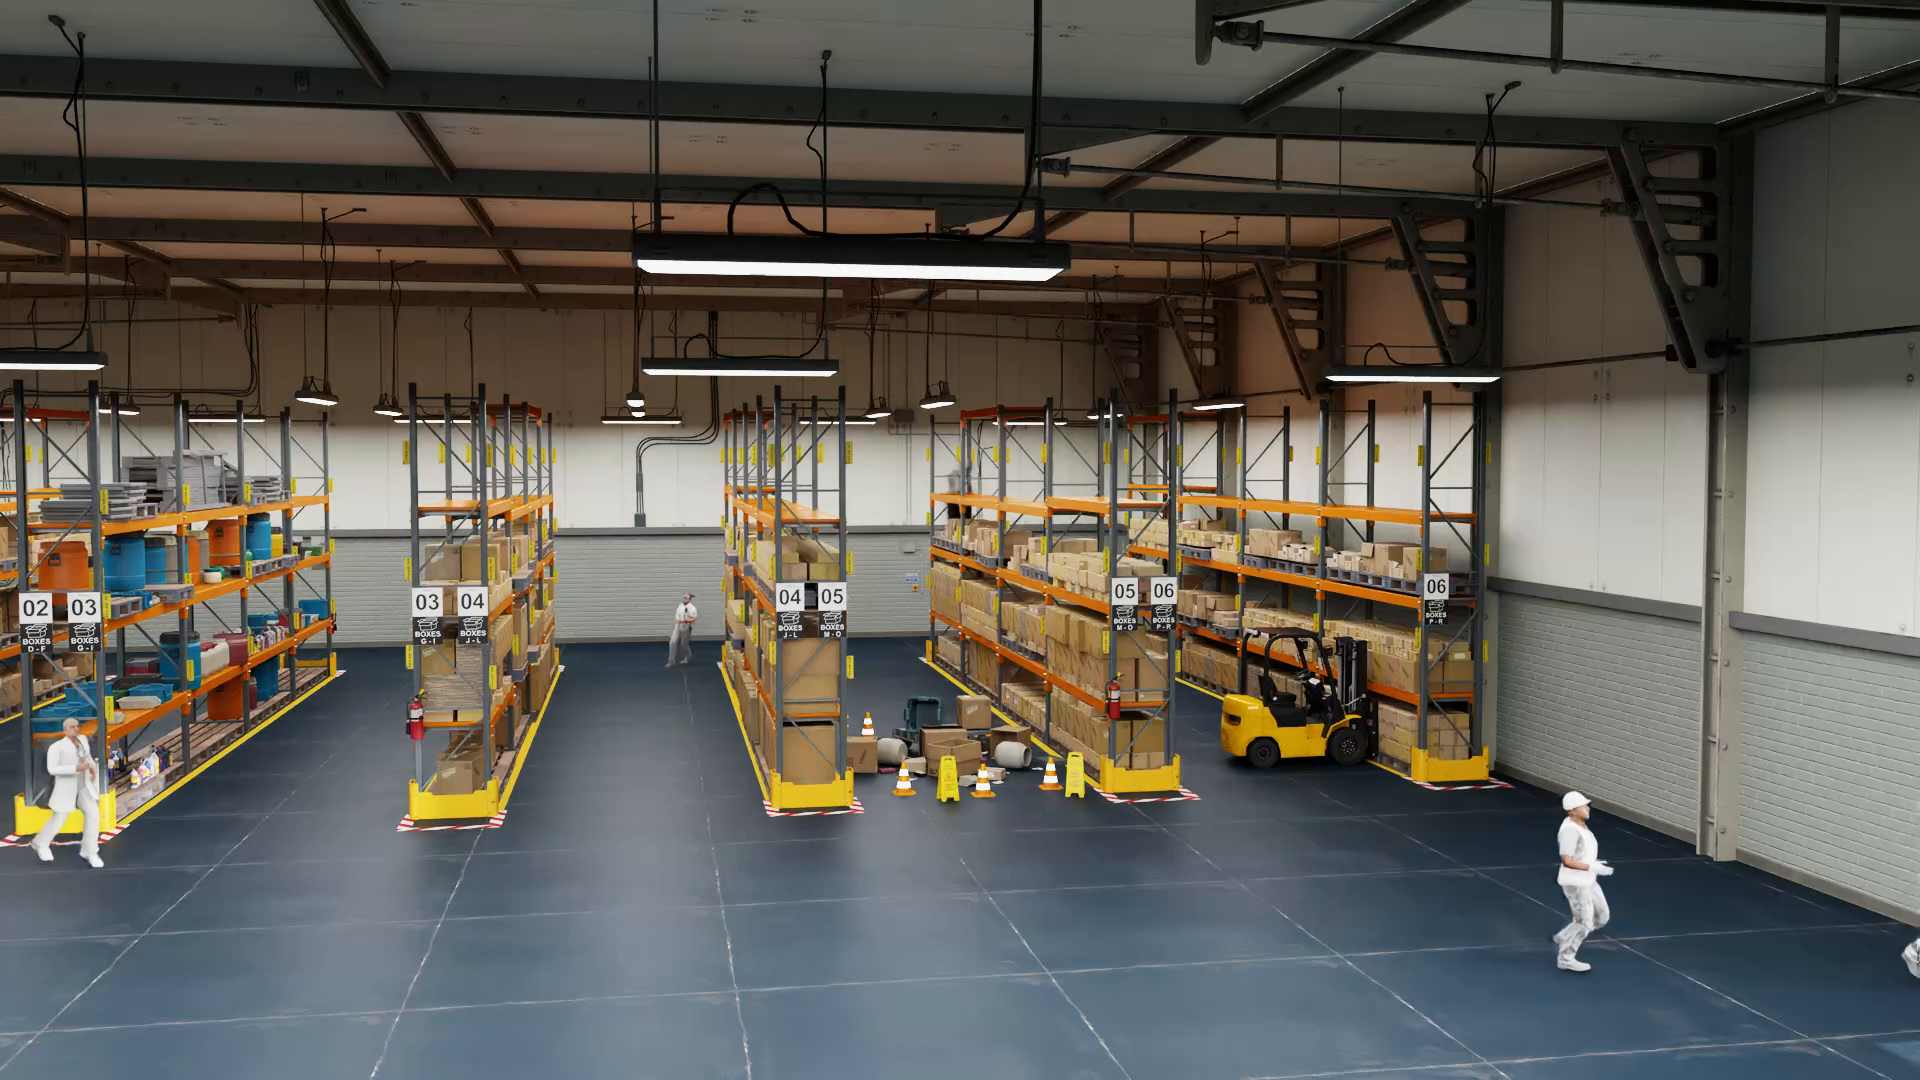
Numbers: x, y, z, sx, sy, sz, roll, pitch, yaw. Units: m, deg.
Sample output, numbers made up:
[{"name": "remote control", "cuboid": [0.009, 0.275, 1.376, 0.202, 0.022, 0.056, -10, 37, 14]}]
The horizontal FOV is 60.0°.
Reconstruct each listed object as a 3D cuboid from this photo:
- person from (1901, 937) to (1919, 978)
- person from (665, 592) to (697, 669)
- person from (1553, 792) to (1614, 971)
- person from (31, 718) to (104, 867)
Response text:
[{"name": "person", "cuboid": [9.219, 3.294, 15.349, 0.664, 1.772, 0.999, -1, 3, -24]}, {"name": "person", "cuboid": [-6.554, 2.122, 39.355, 0.677, 1.776, 0.872, 1, 3, 26]}, {"name": "person", "cuboid": [6.040, 3.306, 16.090, 0.591, 1.737, 0.670, 2, 3, 31]}, {"name": "person", "cuboid": [-10.905, 3.082, 20.363, 0.989, 1.833, 0.729, 1, 3, 26]}]
